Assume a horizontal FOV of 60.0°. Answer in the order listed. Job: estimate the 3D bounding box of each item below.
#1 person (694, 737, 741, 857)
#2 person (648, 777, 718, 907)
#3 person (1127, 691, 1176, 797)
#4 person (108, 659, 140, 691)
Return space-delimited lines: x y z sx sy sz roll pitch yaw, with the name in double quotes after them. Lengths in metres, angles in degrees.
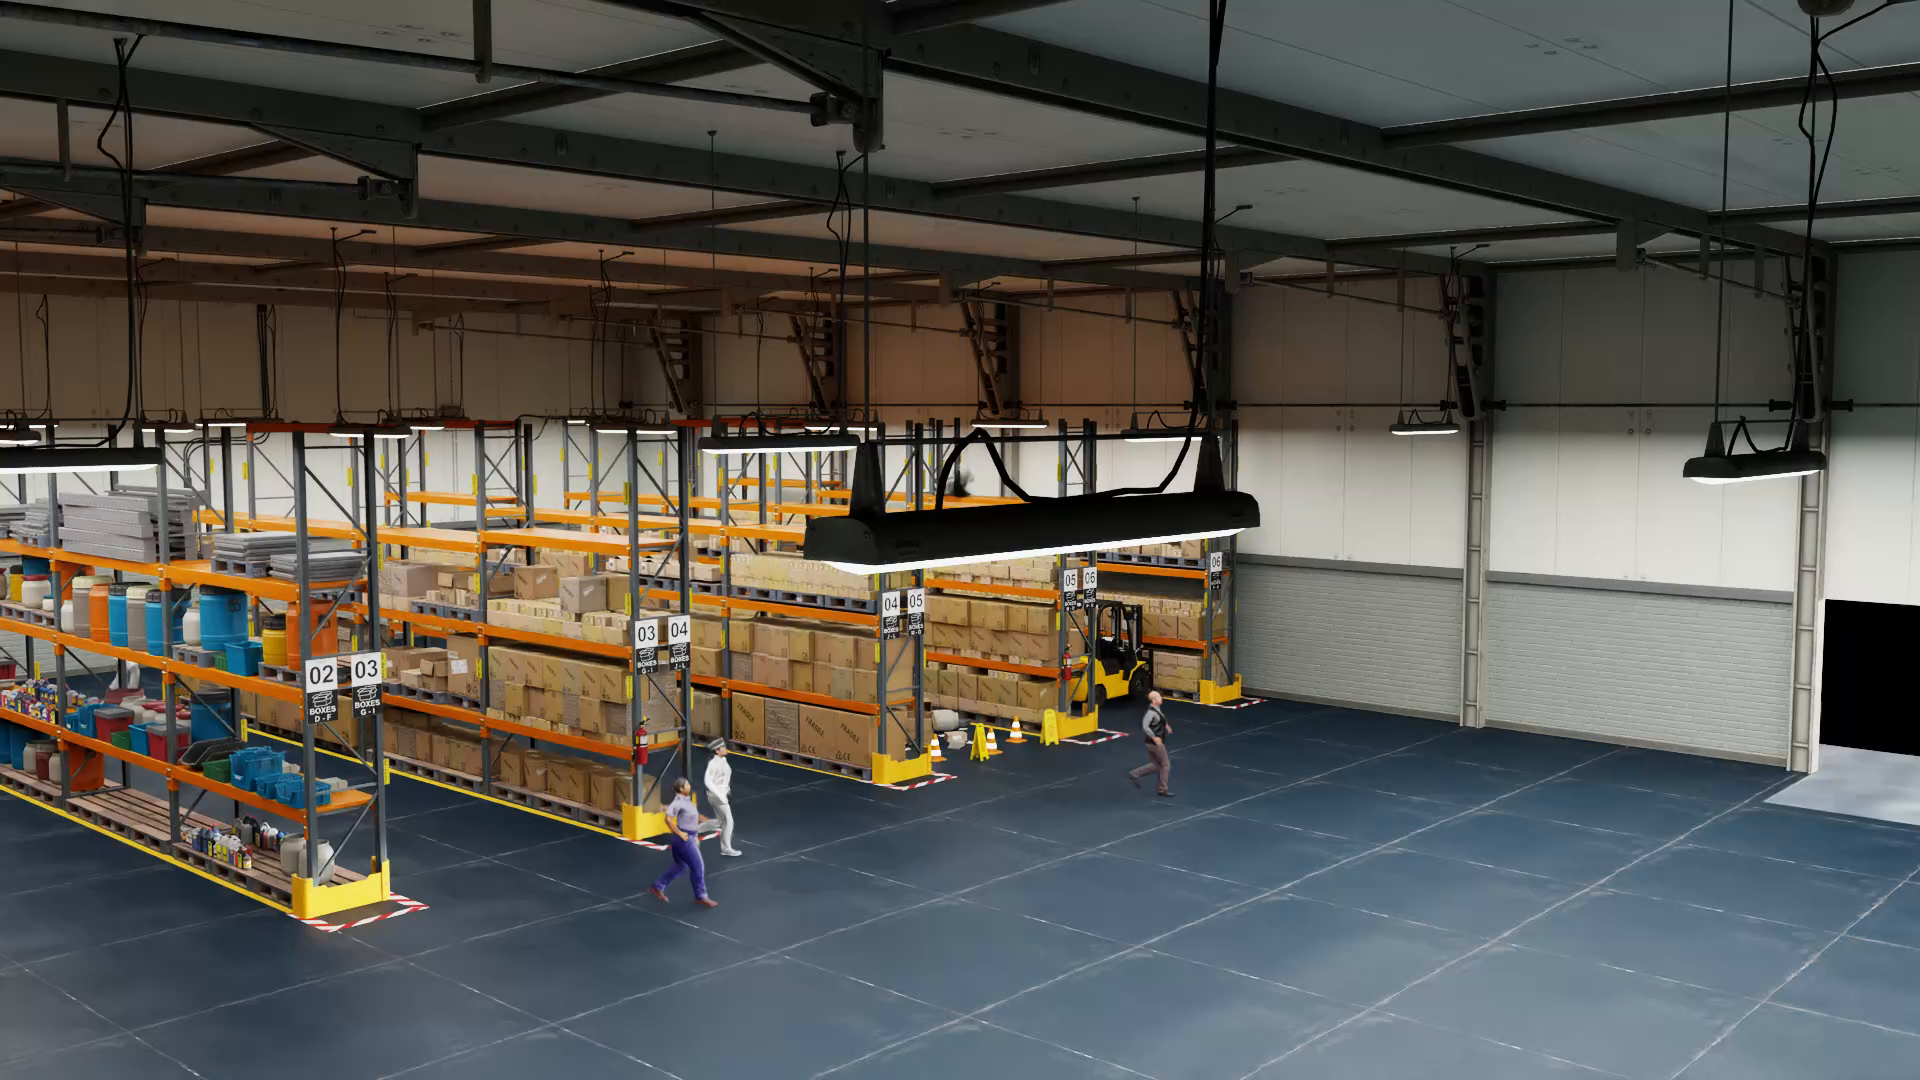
-3.422 3.590 23.311 0.699 1.683 0.625 0 5 1 "person"
-3.483 3.789 20.867 0.867 1.652 0.608 -1 5 -12 "person"
3.119 3.293 26.884 0.751 1.720 0.657 1 5 7 "person"
-17.888 2.545 35.631 0.777 1.849 0.693 -3 5 -29 "person"
